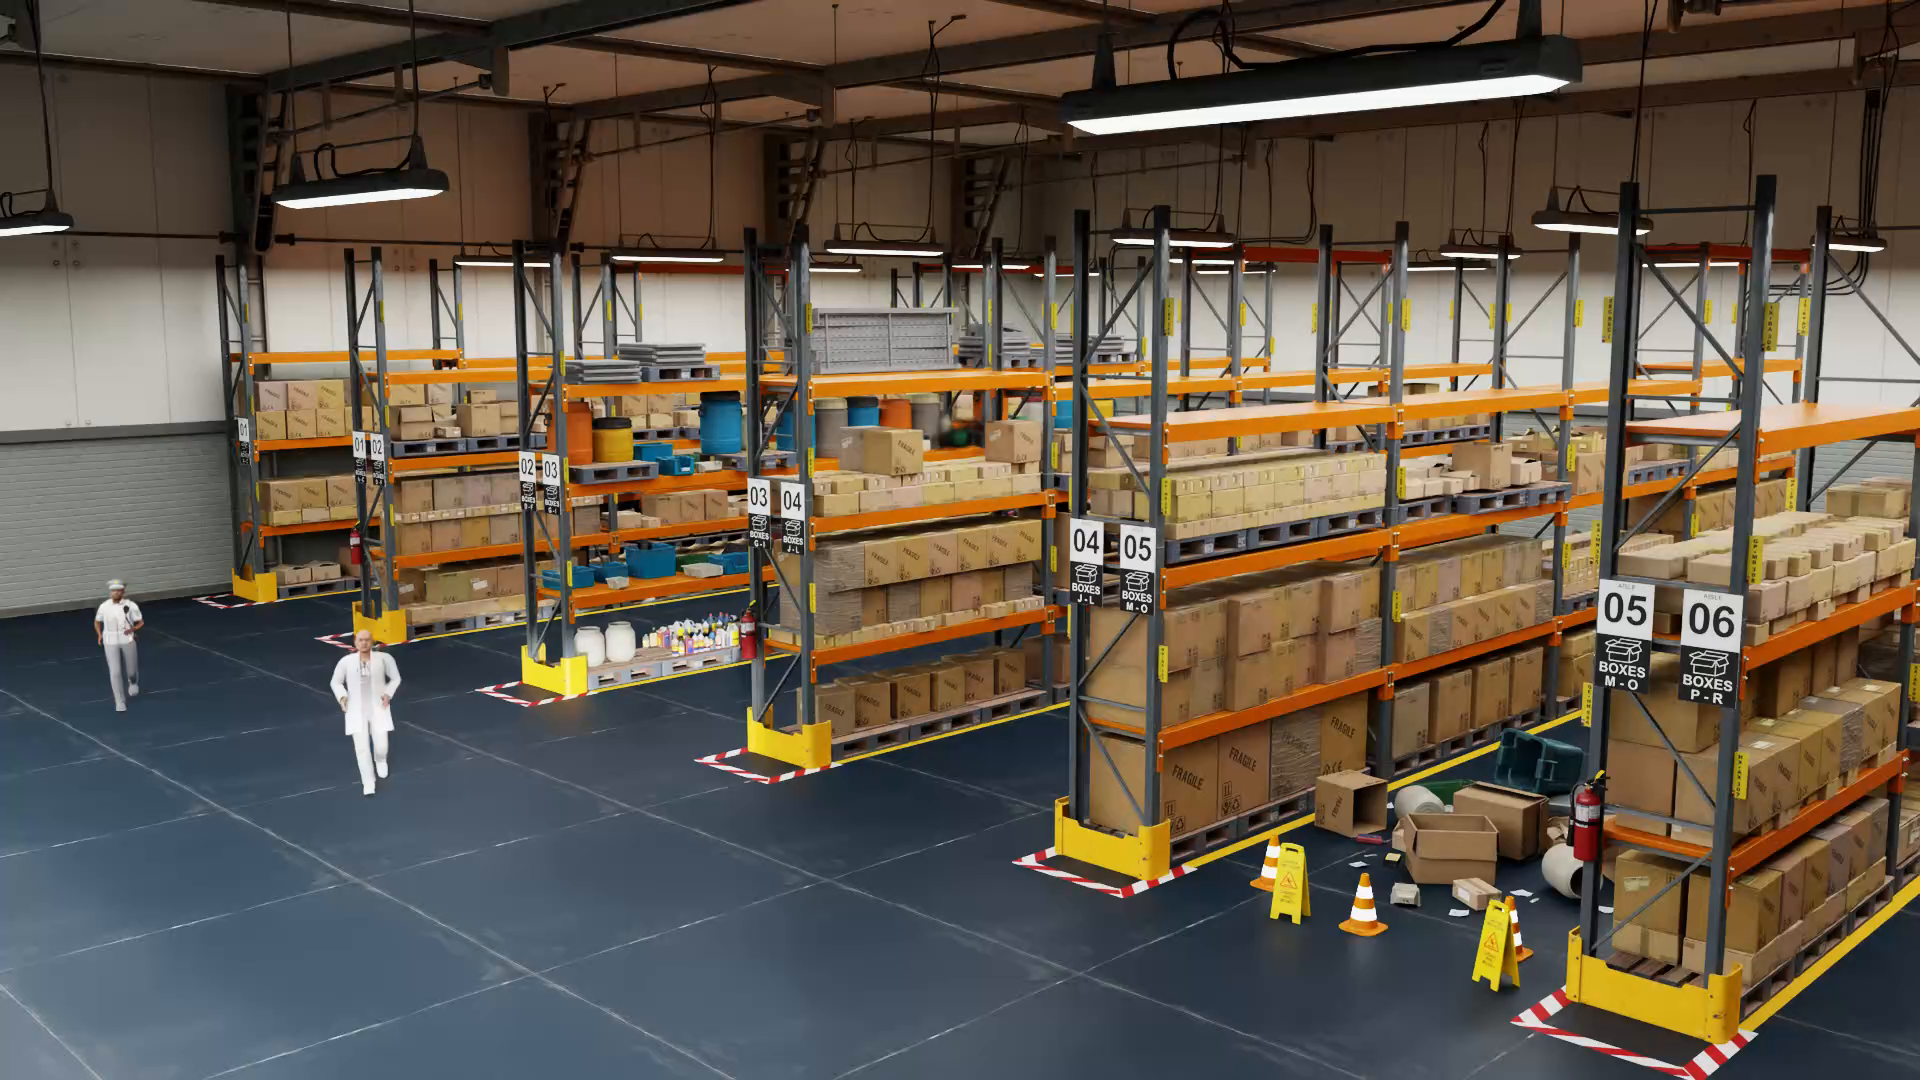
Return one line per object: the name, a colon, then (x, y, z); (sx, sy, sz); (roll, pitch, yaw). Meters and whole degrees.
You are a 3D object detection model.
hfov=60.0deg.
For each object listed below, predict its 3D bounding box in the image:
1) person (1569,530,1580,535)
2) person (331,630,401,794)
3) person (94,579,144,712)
person: (9.668, 0.671, 26.087); (0.936, 1.666, 0.589); (-7, 11, -40)
person: (-6.321, 1.808, 17.725); (0.708, 1.725, 0.670); (-3, 9, -18)
person: (-10.796, 1.321, 21.366); (0.588, 1.666, 0.806); (-3, 9, -22)
